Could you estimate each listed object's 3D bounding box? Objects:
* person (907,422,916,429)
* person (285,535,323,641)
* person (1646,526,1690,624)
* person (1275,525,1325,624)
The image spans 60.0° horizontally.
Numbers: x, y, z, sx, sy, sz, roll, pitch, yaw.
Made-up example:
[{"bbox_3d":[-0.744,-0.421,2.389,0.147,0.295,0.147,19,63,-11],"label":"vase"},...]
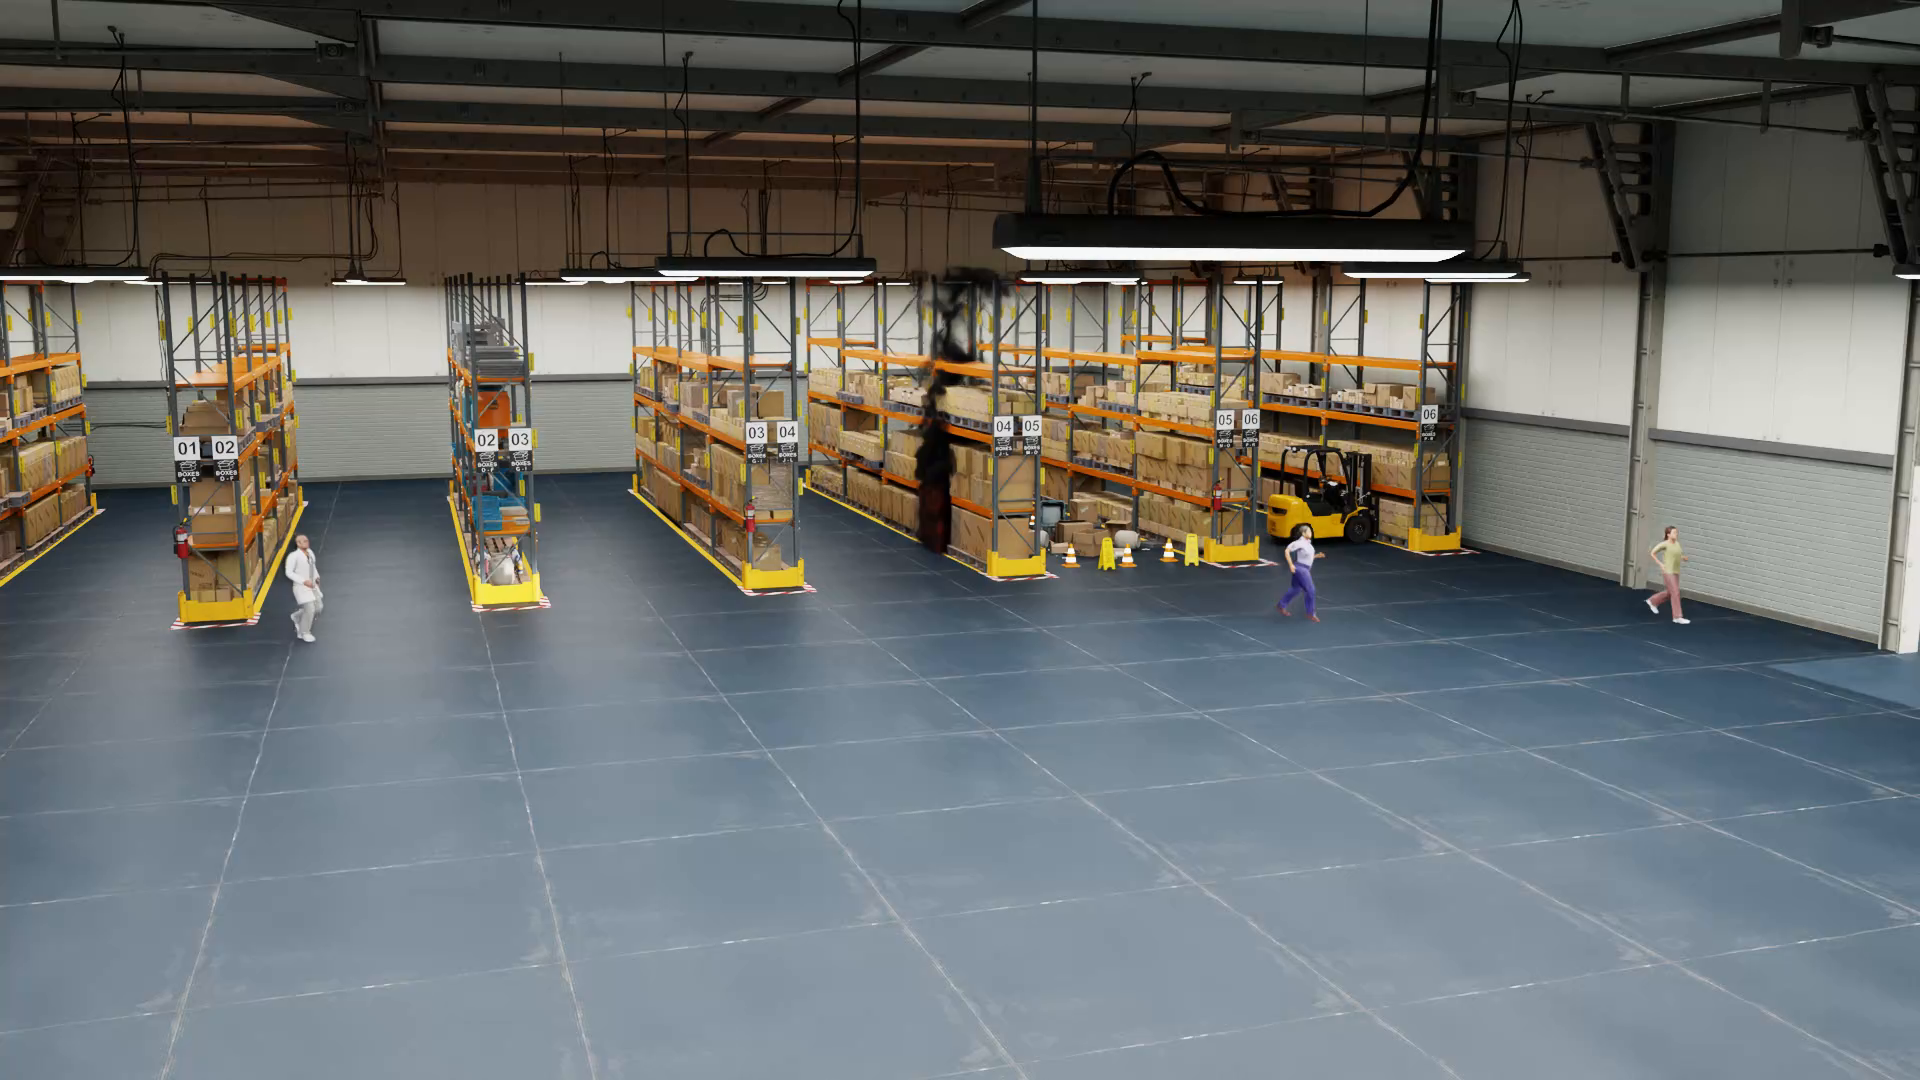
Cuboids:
[{"bbox_3d":[-1.478,-2.801,50.813,0.915,1.813,0.675,-1,9,-8],"label":"person"},{"bbox_3d":[-10.761,0.779,27.251,0.657,1.740,0.746,2,9,15],"label":"person"},{"bbox_3d":[12.253,0.573,28.713,0.584,1.645,0.939,-5,10,-30],"label":"person"},{"bbox_3d":[5.876,0.584,28.762,0.855,1.681,0.580,4,9,22],"label":"person"}]
